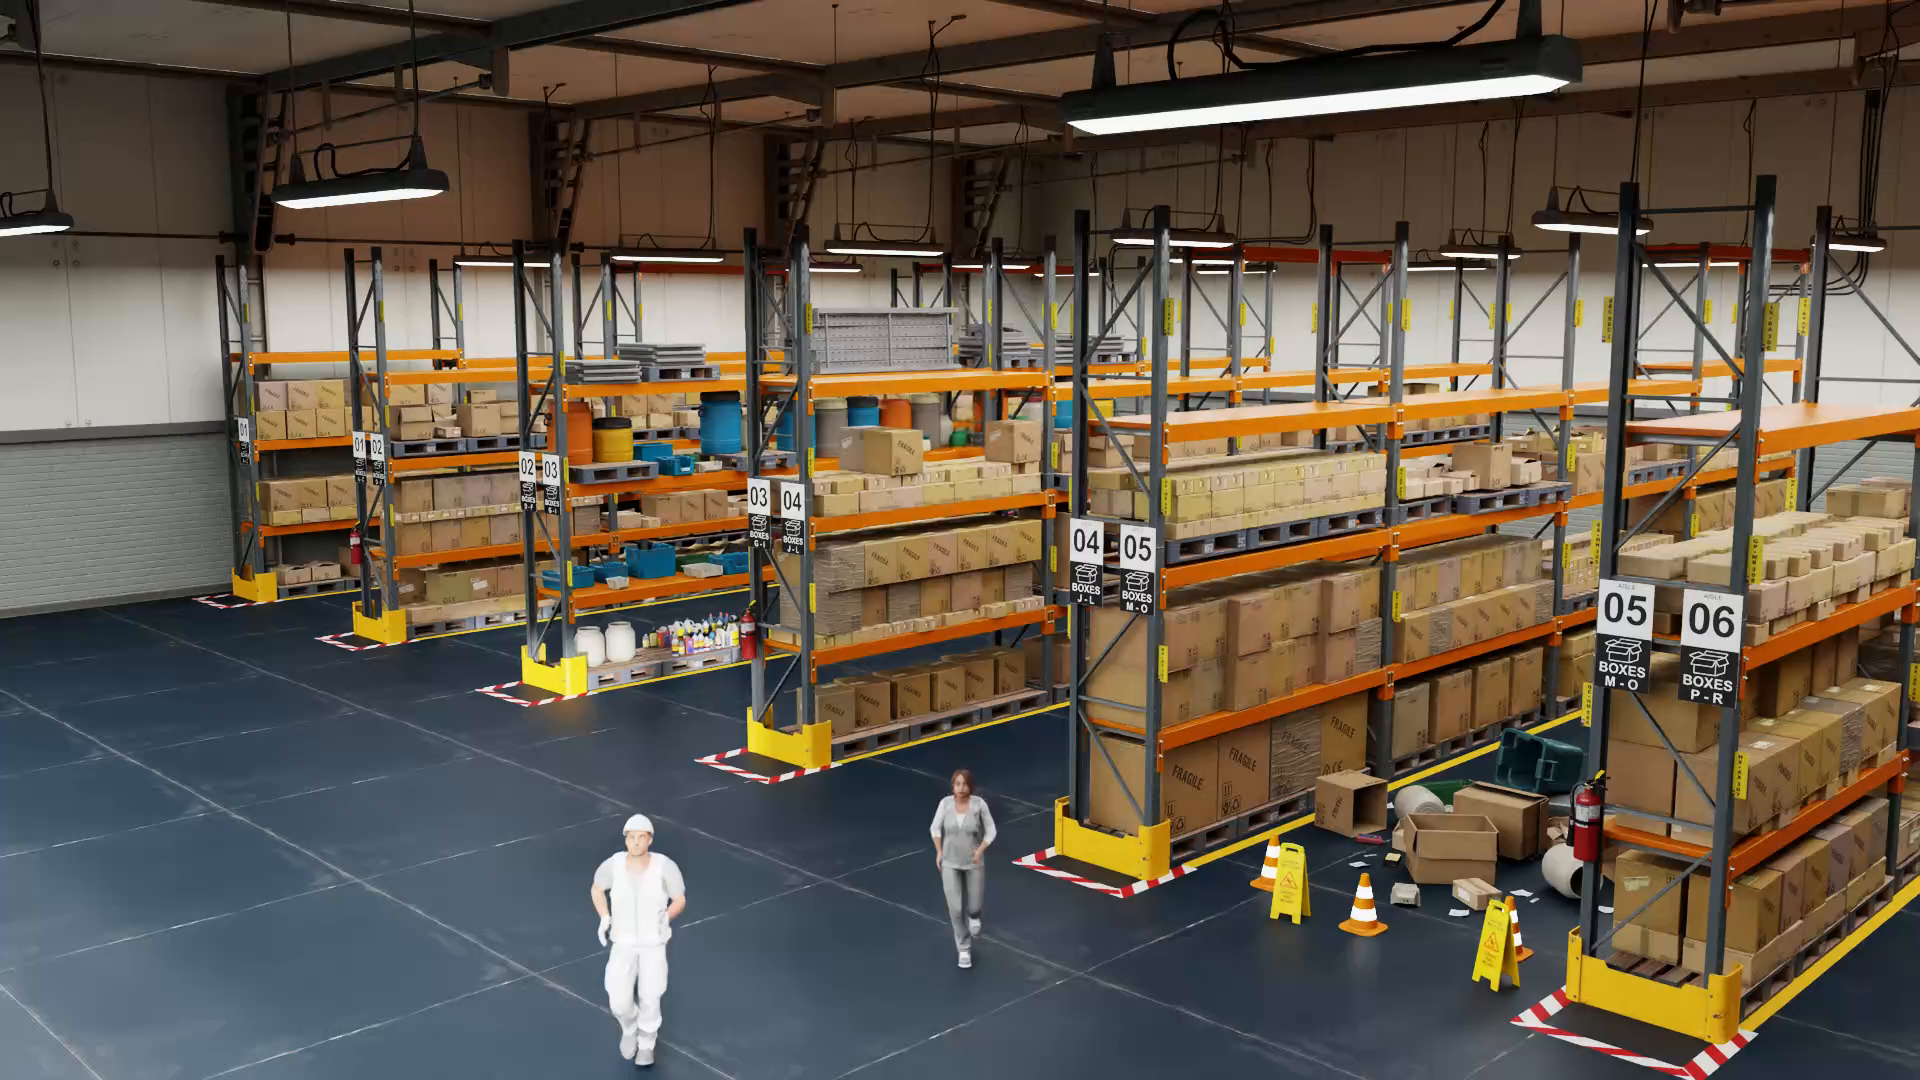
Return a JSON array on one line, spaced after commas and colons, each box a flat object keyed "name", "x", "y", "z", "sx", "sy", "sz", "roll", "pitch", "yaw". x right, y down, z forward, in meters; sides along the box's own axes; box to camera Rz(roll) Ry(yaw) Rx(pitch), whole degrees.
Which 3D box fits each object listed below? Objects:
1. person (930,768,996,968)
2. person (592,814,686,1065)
[{"name": "person", "x": 0.021, "y": 2.552, "z": 13.127, "sx": 0.529, "sy": 1.556, "sz": 0.602, "roll": 1, "pitch": 8, "yaw": 5}, {"name": "person", "x": -2.171, "y": 2.719, "z": 11.181, "sx": 0.643, "sy": 1.742, "sz": 0.571, "roll": -1, "pitch": 8, "yaw": -6}]
